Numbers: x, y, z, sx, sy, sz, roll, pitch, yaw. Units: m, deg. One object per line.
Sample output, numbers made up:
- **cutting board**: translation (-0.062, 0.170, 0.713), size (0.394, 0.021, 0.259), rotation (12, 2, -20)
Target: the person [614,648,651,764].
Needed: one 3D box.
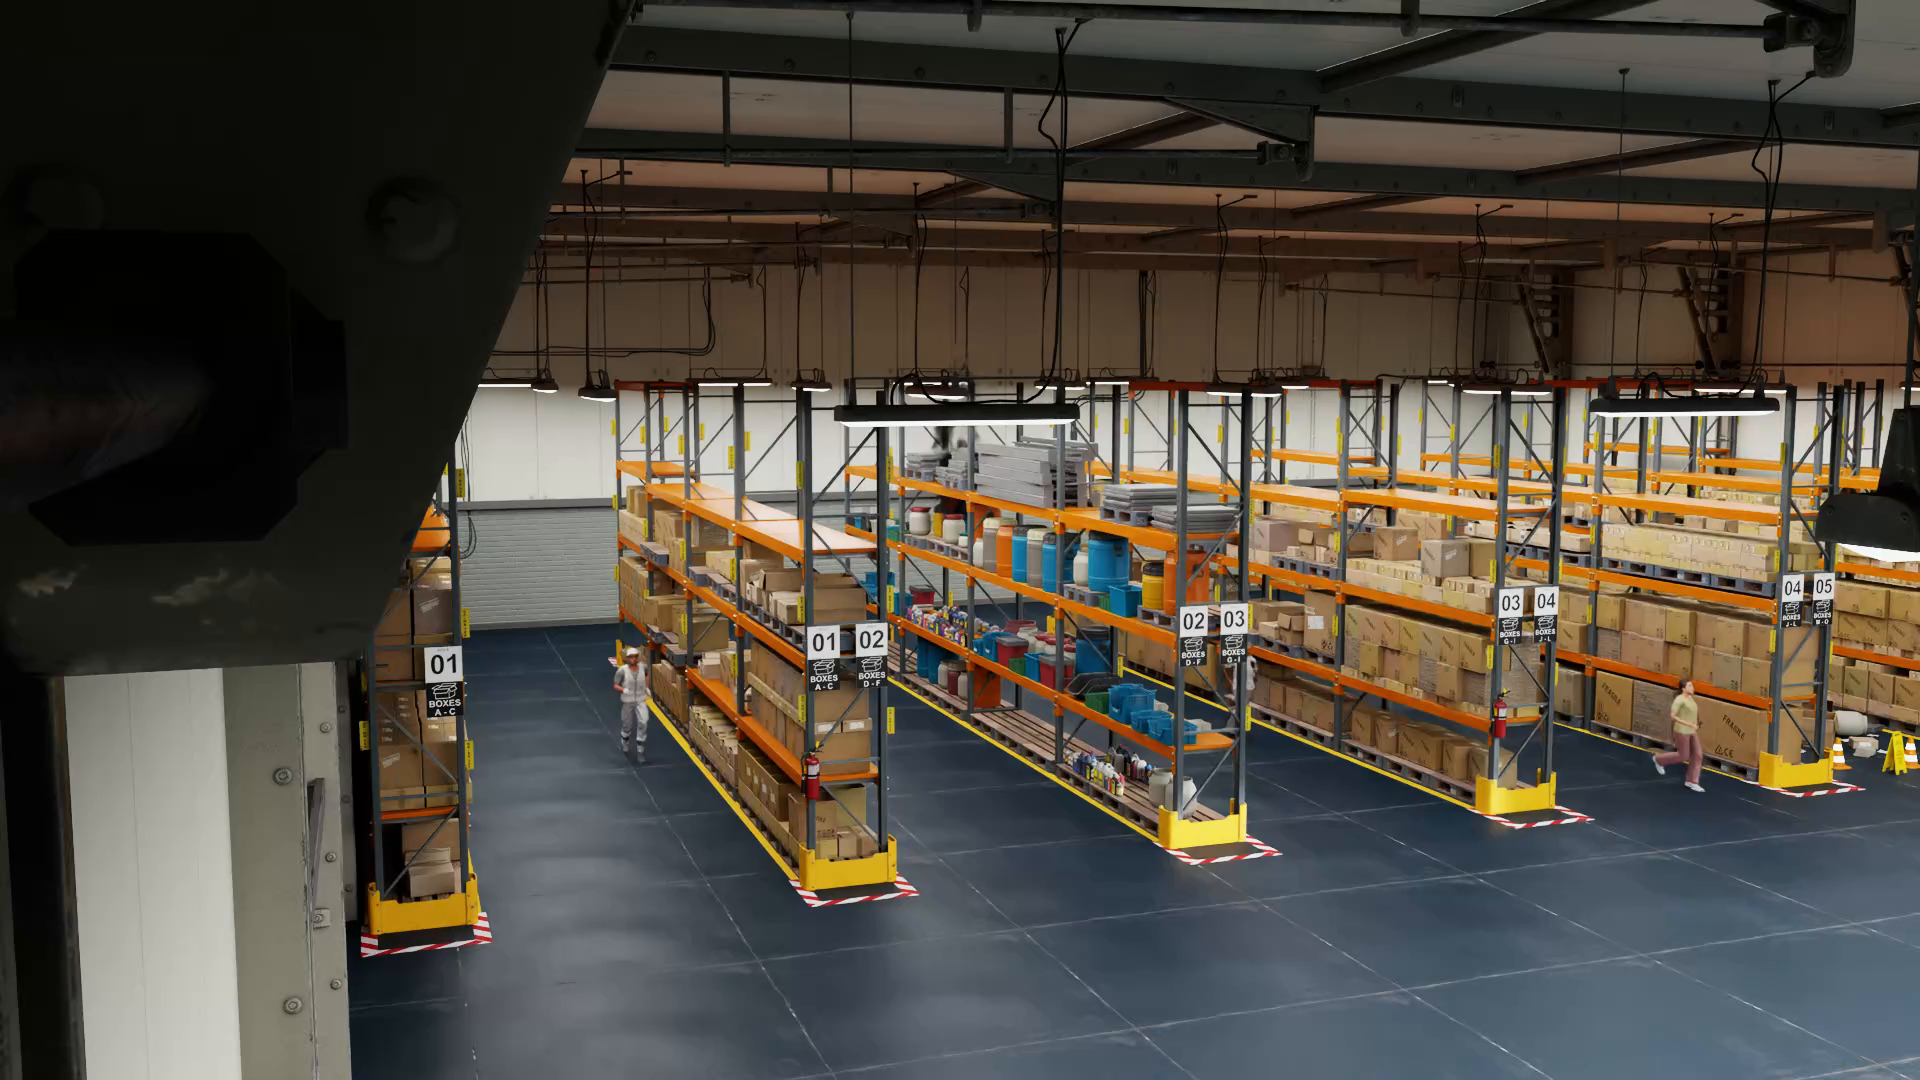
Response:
- **person**: translation (-5.255, 2.625, 26.709), size (0.608, 1.833, 0.855), rotation (-2, 6, -19)

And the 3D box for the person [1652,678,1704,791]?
- **person**: translation (10.840, 2.891, 24.979), size (0.589, 1.670, 0.820), rotation (-5, 8, -37)

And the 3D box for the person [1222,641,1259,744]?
- **person**: translation (4.754, 2.543, 28.059), size (0.554, 1.742, 0.780), rotation (-3, 7, -25)

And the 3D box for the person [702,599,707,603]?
- **person**: translation (-5.603, 1.688, 36.432), size (0.575, 1.595, 0.627), rotation (1, 6, 6)
